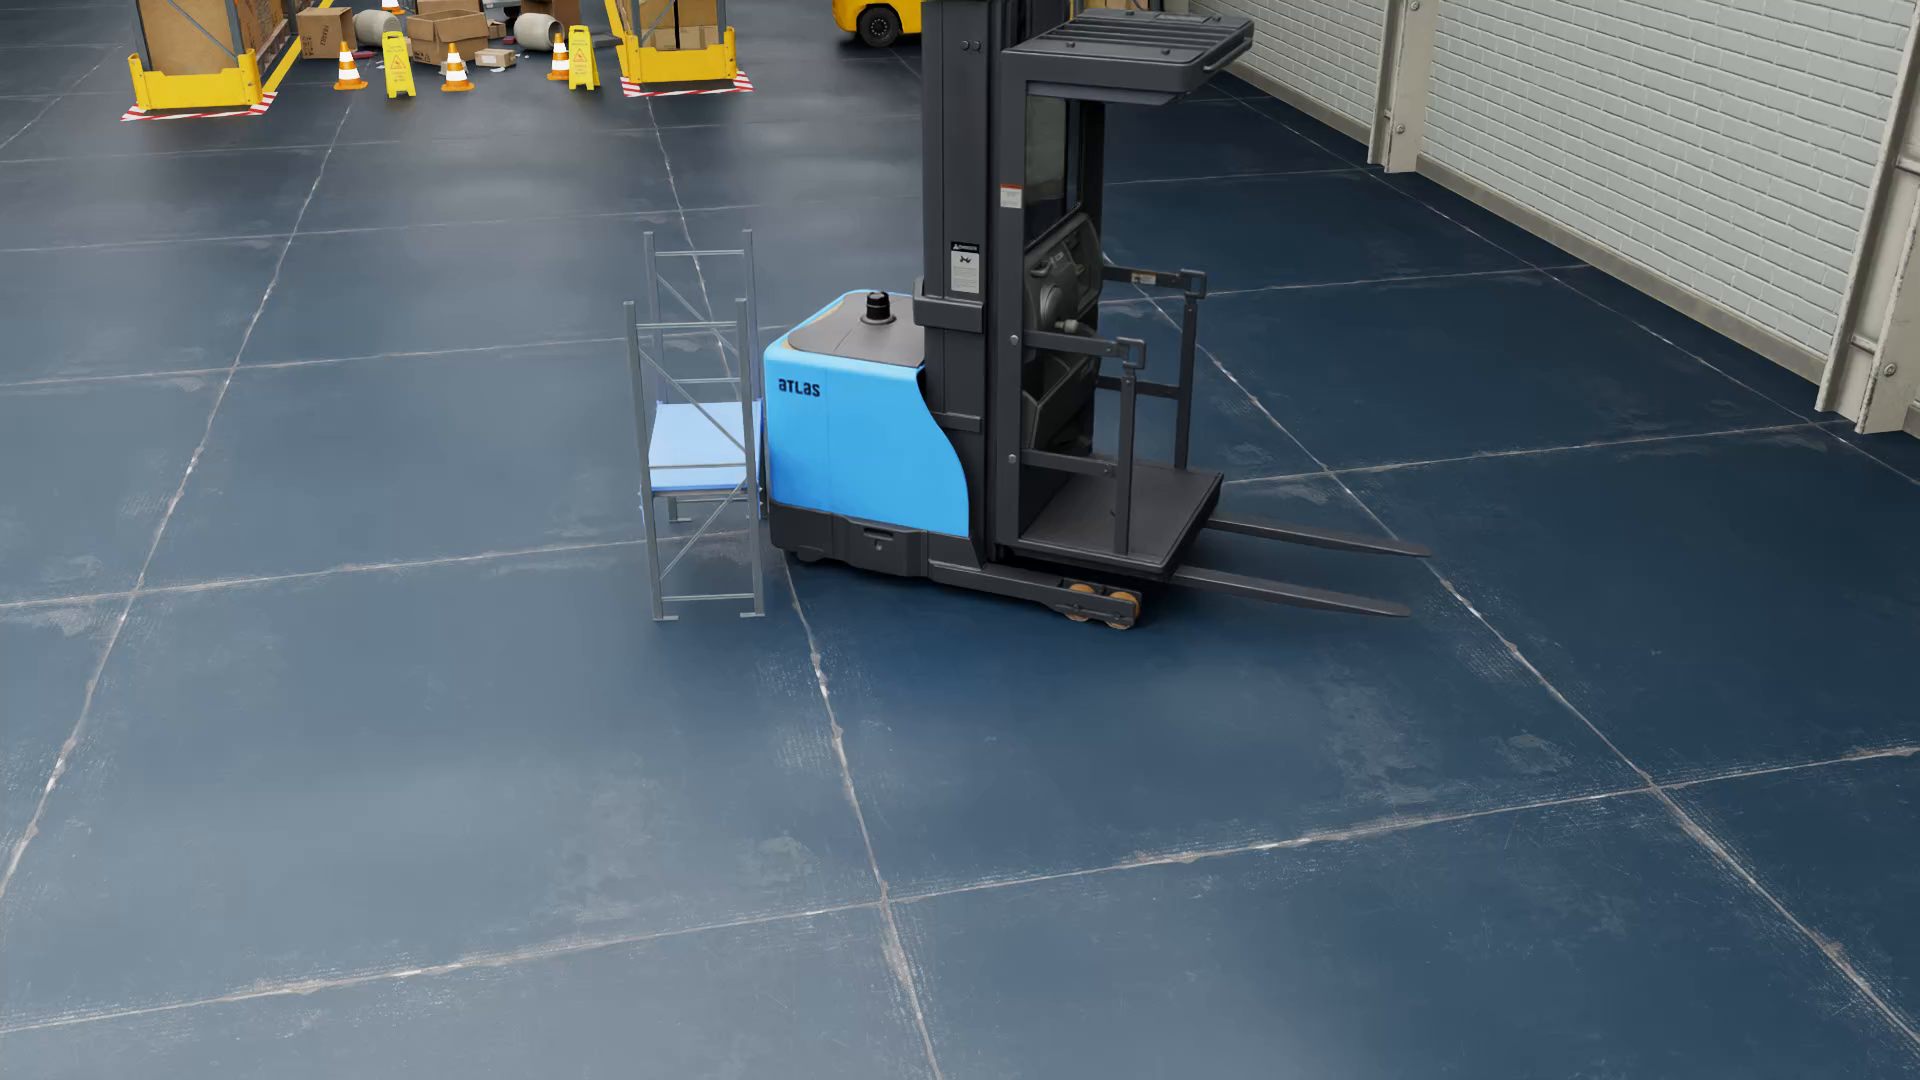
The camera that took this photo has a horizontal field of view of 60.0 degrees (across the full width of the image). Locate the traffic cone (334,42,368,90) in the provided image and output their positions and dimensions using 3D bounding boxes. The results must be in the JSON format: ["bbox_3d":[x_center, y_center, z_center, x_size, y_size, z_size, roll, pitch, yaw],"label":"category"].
[{"bbox_3d":[-6.577,-5.106,17.853,0.336,0.463,0.334,-6,27,-12],"label":"traffic cone"}]

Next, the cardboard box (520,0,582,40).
[{"bbox_3d":[-5.027,-6.441,20.454,0.500,0.500,0.500,13,30,24],"label":"cardboard box"}]

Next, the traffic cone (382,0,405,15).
[{"bbox_3d":[-7.574,-7.227,22.055,0.336,0.463,0.334,-6,27,-12],"label":"traffic cone"}]

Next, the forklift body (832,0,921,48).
[{"bbox_3d":[-0.411,-7.182,20.093,2.313,2.155,1.214,-6,27,-12],"label":"forklift body"}]

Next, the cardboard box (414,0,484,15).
[{"bbox_3d":[-6.123,-6.278,19.980,0.797,0.637,0.503,-6,27,-12],"label":"cardboard box"}]

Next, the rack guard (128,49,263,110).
[{"bbox_3d":[-7.836,-4.735,17.076,1.175,0.500,0.348,-6,27,-12],"label":"rack guard"}]

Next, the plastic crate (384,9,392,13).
[{"bbox_3d":[-7.427,-6.445,20.746,0.450,0.188,0.662,-2,25,20],"label":"plastic crate"}]

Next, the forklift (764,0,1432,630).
[{"bbox_3d":[0.649,-1.179,7.333,3.031,2.935,1.130,10,29,20],"label":"forklift"}]

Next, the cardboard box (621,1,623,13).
[{"bbox_3d":[-3.819,-6.372,20.131,0.500,0.250,0.500,-6,27,-12],"label":"cardboard box"}]

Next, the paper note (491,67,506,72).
[{"bbox_3d":[-5.194,-5.296,18.708,0.148,0.019,0.142,-16,31,-29],"label":"paper note"}]

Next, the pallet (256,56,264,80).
[{"bbox_3d":[-8.098,-4.960,17.842,1.003,0.211,1.213,-6,27,-12],"label":"pallet"}]

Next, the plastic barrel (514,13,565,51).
[{"bbox_3d":[-4.982,-6.011,19.690,0.512,0.421,0.421,13,30,24],"label":"plastic barrel"}]

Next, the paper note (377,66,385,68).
[{"bbox_3d":[-6.531,-5.378,18.873,0.144,0.017,0.142,3,27,6],"label":"paper note"}]

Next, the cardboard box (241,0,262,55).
[{"bbox_3d":[-8.259,-5.777,18.260,0.875,0.875,0.875,-6,27,-12],"label":"cardboard box"}]

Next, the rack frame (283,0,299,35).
[{"bbox_3d":[-8.743,-7.617,20.013,1.000,3.000,0.127,-6,27,-12],"label":"rack frame"}]

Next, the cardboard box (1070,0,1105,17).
[{"bbox_3d":[1.380,-6.279,19.392,0.500,0.250,0.500,-6,27,-12],"label":"cardboard box"}]

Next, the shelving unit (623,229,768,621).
[{"bbox_3d":[-1.182,-0.546,7.667,0.538,1.500,1.048,-2,27,-4],"label":"shelving unit"}]

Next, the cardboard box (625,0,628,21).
[{"bbox_3d":[-3.597,-6.257,19.071,0.500,0.500,0.500,-5,27,-10],"label":"cardboard box"}]

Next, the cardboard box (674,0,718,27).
[{"bbox_3d":[-2.960,-6.096,18.752,0.500,0.500,0.500,-7,28,-13],"label":"cardboard box"}]

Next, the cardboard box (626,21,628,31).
[{"bbox_3d":[-3.595,-5.924,19.244,0.500,0.250,0.500,-6,27,-11],"label":"cardboard box"}]

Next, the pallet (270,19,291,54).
[{"bbox_3d":[-8.648,-6.031,19.964,1.003,0.211,1.213,-6,27,-12],"label":"pallet"}]

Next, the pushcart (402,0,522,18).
[{"bbox_3d":[-6.153,-6.740,21.185,1.648,0.377,0.936,-16,31,-29],"label":"pushcart"}]

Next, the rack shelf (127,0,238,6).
[{"bbox_3d":[-8.292,-6.418,18.436,1.077,0.370,4.000,-6,27,-12],"label":"rack shelf"}]

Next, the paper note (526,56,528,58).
[{"bbox_3d":[-5.061,-5.650,19.432,0.032,0.001,0.123,-6,27,-12],"label":"paper note"}]

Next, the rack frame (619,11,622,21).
[{"bbox_3d":[-3.943,-8.165,21.097,1.000,3.000,0.127,-6,27,-12],"label":"rack frame"}]

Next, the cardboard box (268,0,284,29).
[{"bbox_3d":[-8.669,-6.573,19.836,0.875,0.875,0.875,-6,27,-11],"label":"cardboard box"}]

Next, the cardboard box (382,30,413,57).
[{"bbox_3d":[-6.561,-5.829,19.505,0.396,0.266,0.258,-1,27,-3],"label":"cardboard box"}]

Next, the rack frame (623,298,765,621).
[{"bbox_3d":[-1.138,-0.318,7.215,0.500,1.500,0.032,-2,27,-4],"label":"rack frame"}]

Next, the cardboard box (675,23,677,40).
[{"bbox_3d":[-3.061,-5.976,19.345,0.500,0.250,0.500,-5,27,-10],"label":"cardboard box"}]

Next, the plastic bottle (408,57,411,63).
[{"bbox_3d":[-6.441,-5.544,19.166,0.133,0.061,0.283,-16,31,-29],"label":"plastic bottle"}]

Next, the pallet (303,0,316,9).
[{"bbox_3d":[-9.268,-7.240,22.361,1.003,0.211,1.213,-6,27,-12],"label":"pallet"}]

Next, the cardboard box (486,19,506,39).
[{"bbox_3d":[-5.850,-6.368,20.573,0.396,0.266,0.258,19,32,32],"label":"cardboard box"}]

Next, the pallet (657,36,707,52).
[{"bbox_3d":[-3.207,-5.557,19.026,1.003,0.211,1.213,-6,27,-12],"label":"pallet"}]

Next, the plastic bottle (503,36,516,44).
[{"bbox_3d":[-5.479,-6.096,20.259,0.133,0.061,0.283,-1,27,-3],"label":"plastic bottle"}]

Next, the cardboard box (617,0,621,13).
[{"bbox_3d":[-4.073,-6.838,21.054,0.500,0.250,0.500,-7,28,-14],"label":"cardboard box"}]

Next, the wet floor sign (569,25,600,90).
[{"bbox_3d":[-4.041,-5.165,17.768,0.267,0.644,0.232,3,27,6],"label":"wet floor sign"}]

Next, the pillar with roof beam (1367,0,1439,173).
[{"bbox_3d":[-0.327,-6.918,11.970,9.100,9.000,0.400,-6,27,-12],"label":"pillar with roof beam"}]
